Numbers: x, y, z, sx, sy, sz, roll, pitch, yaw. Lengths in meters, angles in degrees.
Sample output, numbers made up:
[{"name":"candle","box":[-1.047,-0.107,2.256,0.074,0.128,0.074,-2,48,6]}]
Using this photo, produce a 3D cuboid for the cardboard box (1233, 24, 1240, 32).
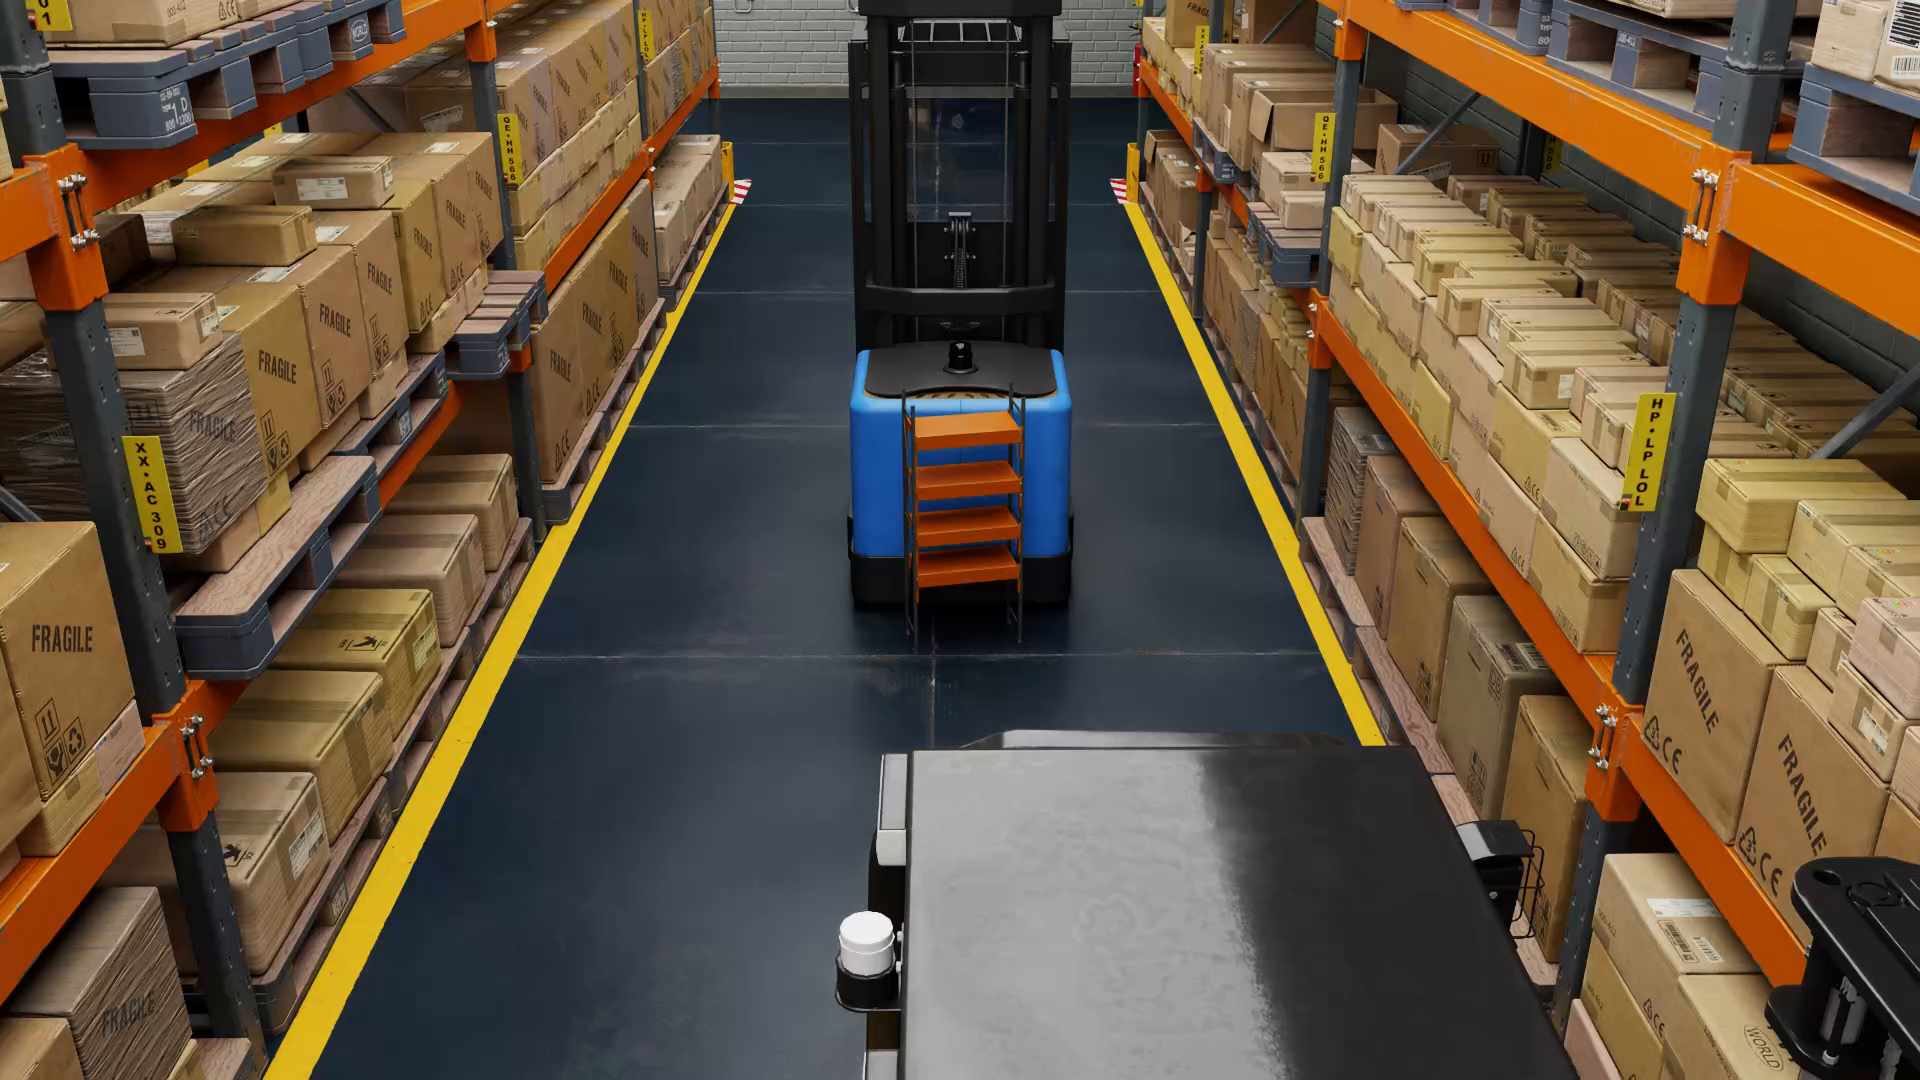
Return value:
[{"name":"cardboard box","box":[2.466,-4.351,14.551,0.500,0.250,0.500,0,24,0]}]

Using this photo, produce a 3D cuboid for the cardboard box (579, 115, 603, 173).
[{"name":"cardboard box","box":[-2.433,-2.361,9.906,0.500,0.250,0.500,0,24,0]}]

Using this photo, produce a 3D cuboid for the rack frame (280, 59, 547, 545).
[{"name":"rack frame","box":[-2.685,-1.364,8.126,1.000,3.000,0.127,0,24,-1]}]

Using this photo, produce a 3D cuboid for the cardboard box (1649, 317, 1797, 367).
[{"name":"cardboard box","box":[2.580,-0.648,5.635,0.380,0.149,0.250,0,24,-1]}]

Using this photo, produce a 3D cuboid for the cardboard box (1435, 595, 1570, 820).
[{"name":"cardboard box","box":[2.305,0.616,6.120,0.875,0.625,0.625,0,24,-1]}]

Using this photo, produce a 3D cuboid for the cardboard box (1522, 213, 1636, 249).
[{"name":"cardboard box","box":[2.614,-1.281,7.034,0.380,0.149,0.250,-1,24,-2]}]

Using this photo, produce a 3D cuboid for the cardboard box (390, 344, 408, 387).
[{"name":"cardboard box","box":[-2.350,-0.669,6.384,0.380,0.149,0.250,-1,24,-2]}]

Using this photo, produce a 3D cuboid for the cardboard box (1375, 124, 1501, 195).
[{"name":"cardboard box","box":[2.429,-1.838,8.542,0.500,0.500,0.500,1,24,2]}]

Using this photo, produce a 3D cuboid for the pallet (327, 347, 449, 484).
[{"name":"pallet","box":[-2.622,-0.461,6.363,1.003,0.211,1.213,0,24,-1]}]

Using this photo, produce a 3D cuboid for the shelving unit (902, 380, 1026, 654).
[{"name":"shelving unit","box":[0.013,-0.096,7.506,0.503,1.200,0.258,-5,25,-11]}]

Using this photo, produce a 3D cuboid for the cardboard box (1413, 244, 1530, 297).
[{"name":"cardboard box","box":[2.012,-1.065,6.556,0.380,0.149,0.250,0,24,1]}]

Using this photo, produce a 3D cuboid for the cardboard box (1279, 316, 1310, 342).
[{"name":"cardboard box","box":[2.027,-1.159,9.410,0.380,0.149,0.250,-1,24,-2]}]

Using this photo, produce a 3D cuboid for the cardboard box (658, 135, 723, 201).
[{"name":"cardboard box","box":[-2.665,-3.413,15.256,0.875,0.438,0.875,-1,24,-2]}]

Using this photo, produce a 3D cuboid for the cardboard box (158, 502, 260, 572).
[{"name":"cardboard box","box":[-2.331,-0.022,4.954,0.380,0.149,0.250,0,24,0]}]

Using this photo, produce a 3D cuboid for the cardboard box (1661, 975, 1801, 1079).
[{"name":"cardboard box","box":[2.009,1.278,3.899,0.500,0.250,0.500,0,24,0]}]

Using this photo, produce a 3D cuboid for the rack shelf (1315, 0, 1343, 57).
[{"name":"rack shelf","box":[2.257,-3.251,9.531,1.077,0.370,4.000,0,24,-1]}]

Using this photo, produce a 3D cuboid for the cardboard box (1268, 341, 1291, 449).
[{"name":"cardboard box","box":[2.064,-0.820,9.447,0.500,0.500,0.500,-1,24,-1]}]

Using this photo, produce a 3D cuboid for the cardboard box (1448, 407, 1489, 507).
[{"name":"cardboard box","box":[2.069,-0.290,5.933,0.500,0.250,0.500,0,24,0]}]

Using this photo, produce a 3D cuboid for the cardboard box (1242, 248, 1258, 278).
[{"name":"cardboard box","box":[2.050,-1.800,10.826,0.380,0.149,0.250,0,24,-1]}]

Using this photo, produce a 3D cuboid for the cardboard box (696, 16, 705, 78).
[{"name":"cardboard box","box":[-2.512,-4.302,14.500,0.500,0.500,0.500,-1,24,-2]}]

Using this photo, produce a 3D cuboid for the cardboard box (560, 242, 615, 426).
[{"name":"cardboard box","box":[-2.615,-1.240,9.920,0.875,0.875,0.875,0,24,0]}]

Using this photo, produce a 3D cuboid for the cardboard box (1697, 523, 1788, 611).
[{"name":"cardboard box","box":[2.063,0.052,4.087,0.380,0.149,0.250,-1,24,-1]}]

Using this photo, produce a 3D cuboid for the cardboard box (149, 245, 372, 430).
[{"name":"cardboard box","box":[-2.357,-0.693,5.650,0.500,0.500,0.500,0,24,-1]}]

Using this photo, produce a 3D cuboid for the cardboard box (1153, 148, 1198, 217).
[{"name":"cardboard box","box":[2.074,-3.132,14.559,0.700,0.500,0.500,1,24,2]}]

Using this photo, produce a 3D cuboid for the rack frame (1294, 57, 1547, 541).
[{"name":"rack frame","box":[2.279,-1.388,8.179,1.000,3.000,0.127,0,24,-1]}]

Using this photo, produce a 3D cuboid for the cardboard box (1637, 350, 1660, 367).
[{"name":"cardboard box","box":[2.584,-0.528,5.853,0.500,0.250,0.500,-1,24,-2]}]

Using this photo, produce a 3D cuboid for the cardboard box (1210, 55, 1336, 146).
[{"name":"cardboard box","box":[2.022,-2.859,10.801,0.700,0.500,0.500,0,24,0]}]

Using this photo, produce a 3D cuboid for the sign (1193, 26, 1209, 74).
[{"name":"sign","box":[1.693,-3.425,11.633,0.100,0.325,0.005,0,24,-1]}]

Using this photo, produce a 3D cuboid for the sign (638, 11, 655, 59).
[{"name":"sign","box":[-2.186,-3.510,11.563,0.100,0.325,0.005,0,24,-1]}]

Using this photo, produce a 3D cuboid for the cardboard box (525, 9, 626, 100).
[{"name":"cardboard box","box":[-2.459,-3.117,10.668,0.500,0.500,0.500,0,24,0]}]

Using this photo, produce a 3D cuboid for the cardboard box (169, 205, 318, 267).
[{"name":"cardboard box","box":[-2.407,-1.026,5.601,0.380,0.149,0.250,1,24,2]}]

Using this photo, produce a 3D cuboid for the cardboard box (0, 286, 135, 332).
[{"name":"cardboard box","box":[-2.882,-0.482,5.184,0.500,0.500,0.500,0,24,0]}]

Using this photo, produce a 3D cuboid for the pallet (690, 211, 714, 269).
[{"name":"pallet","box":[-2.675,-2.560,14.153,1.003,0.211,1.213,0,24,-1]}]

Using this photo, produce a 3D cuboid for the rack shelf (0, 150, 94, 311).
[{"name":"rack shelf","box":[-2.619,0.069,2.190,1.077,0.370,4.000,0,24,-1]}]

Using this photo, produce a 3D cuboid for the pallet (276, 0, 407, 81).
[{"name":"pallet","box":[-2.556,-1.679,5.411,1.213,0.211,1.003,0,24,-1]}]

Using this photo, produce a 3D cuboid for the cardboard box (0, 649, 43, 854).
[{"name":"cardboard box","box":[-2.375,0.497,3.529,0.500,0.500,0.500,1,24,1]}]

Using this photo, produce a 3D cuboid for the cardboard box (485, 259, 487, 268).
[{"name":"cardboard box","box":[-2.446,-1.307,7.795,0.380,0.149,0.250,1,24,1]}]

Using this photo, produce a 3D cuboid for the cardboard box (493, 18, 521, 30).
[{"name":"cardboard box","box":[-2.975,-2.915,10.220,0.500,0.500,0.500,-1,24,-2]}]

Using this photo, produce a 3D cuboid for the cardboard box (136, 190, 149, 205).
[{"name":"cardboard box","box":[-7.485,-3.058,14.822,0.380,0.149,0.250,0,24,-1]}]

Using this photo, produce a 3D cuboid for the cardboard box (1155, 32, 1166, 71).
[{"name":"cardboard box","box":[1.942,-4.147,14.100,0.500,0.250,0.500,-1,24,-2]}]

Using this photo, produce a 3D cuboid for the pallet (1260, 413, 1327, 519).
[{"name":"pallet","box":[2.308,-0.425,9.434,1.003,0.211,1.213,0,24,-1]}]

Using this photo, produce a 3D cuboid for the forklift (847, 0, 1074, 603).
[{"name":"forklift","box":[-0.003,-1.595,8.720,1.130,2.935,3.031,0,24,0]}]

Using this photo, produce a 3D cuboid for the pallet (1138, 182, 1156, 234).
[{"name":"pallet","box":[2.202,-3.054,15.247,1.003,0.211,1.213,0,24,-1]}]

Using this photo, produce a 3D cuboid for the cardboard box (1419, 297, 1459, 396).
[{"name":"cardboard box","box":[2.062,-0.731,6.302,0.500,0.250,0.500,0,24,0]}]

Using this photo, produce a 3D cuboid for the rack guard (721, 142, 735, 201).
[{"name":"rack guard","box":[-2.772,-3.532,15.952,1.175,0.500,0.348,0,24,-1]}]

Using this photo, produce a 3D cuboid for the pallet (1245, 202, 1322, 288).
[{"name":"pallet","box":[2.201,-1.580,8.835,1.213,0.211,1.003,0,24,-1]}]

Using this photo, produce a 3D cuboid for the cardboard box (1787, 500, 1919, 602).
[{"name":"cardboard box","box":[2.140,0.024,3.788,0.380,0.149,0.250,0,24,0]}]

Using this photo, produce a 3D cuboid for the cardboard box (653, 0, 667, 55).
[{"name":"cardboard box","box":[-2.491,-3.919,12.440,0.500,0.500,0.500,-1,24,-1]}]

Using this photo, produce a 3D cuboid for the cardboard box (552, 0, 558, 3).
[{"name":"cardboard box","box":[-3.010,-3.707,11.971,0.500,0.500,0.500,0,24,-1]}]

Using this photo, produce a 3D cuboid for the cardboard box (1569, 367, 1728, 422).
[{"name":"cardboard box","box":[2.126,-0.428,5.148,0.380,0.149,0.250,0,24,-1]}]

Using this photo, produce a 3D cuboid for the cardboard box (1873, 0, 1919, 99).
[{"name":"cardboard box","box":[2.088,-0.959,3.067,0.500,0.311,0.500,0,24,1]}]

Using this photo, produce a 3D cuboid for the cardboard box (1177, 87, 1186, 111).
[{"name":"cardboard box","box":[1.921,-3.480,13.108,0.380,0.149,0.250,-1,24,-1]}]

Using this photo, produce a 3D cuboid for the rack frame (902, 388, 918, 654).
[{"name":"rack frame","box":[-0.225,-0.074,7.458,0.015,1.200,0.240,-5,25,-11]}]

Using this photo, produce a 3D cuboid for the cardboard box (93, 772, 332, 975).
[{"name":"cardboard box","box":[-2.649,1.074,5.415,0.950,0.372,0.625,0,24,0]}]

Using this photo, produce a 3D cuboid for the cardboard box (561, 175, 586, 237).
[{"name":"cardboard box","box":[-2.462,-1.926,9.551,0.500,0.250,0.500,1,24,1]}]
